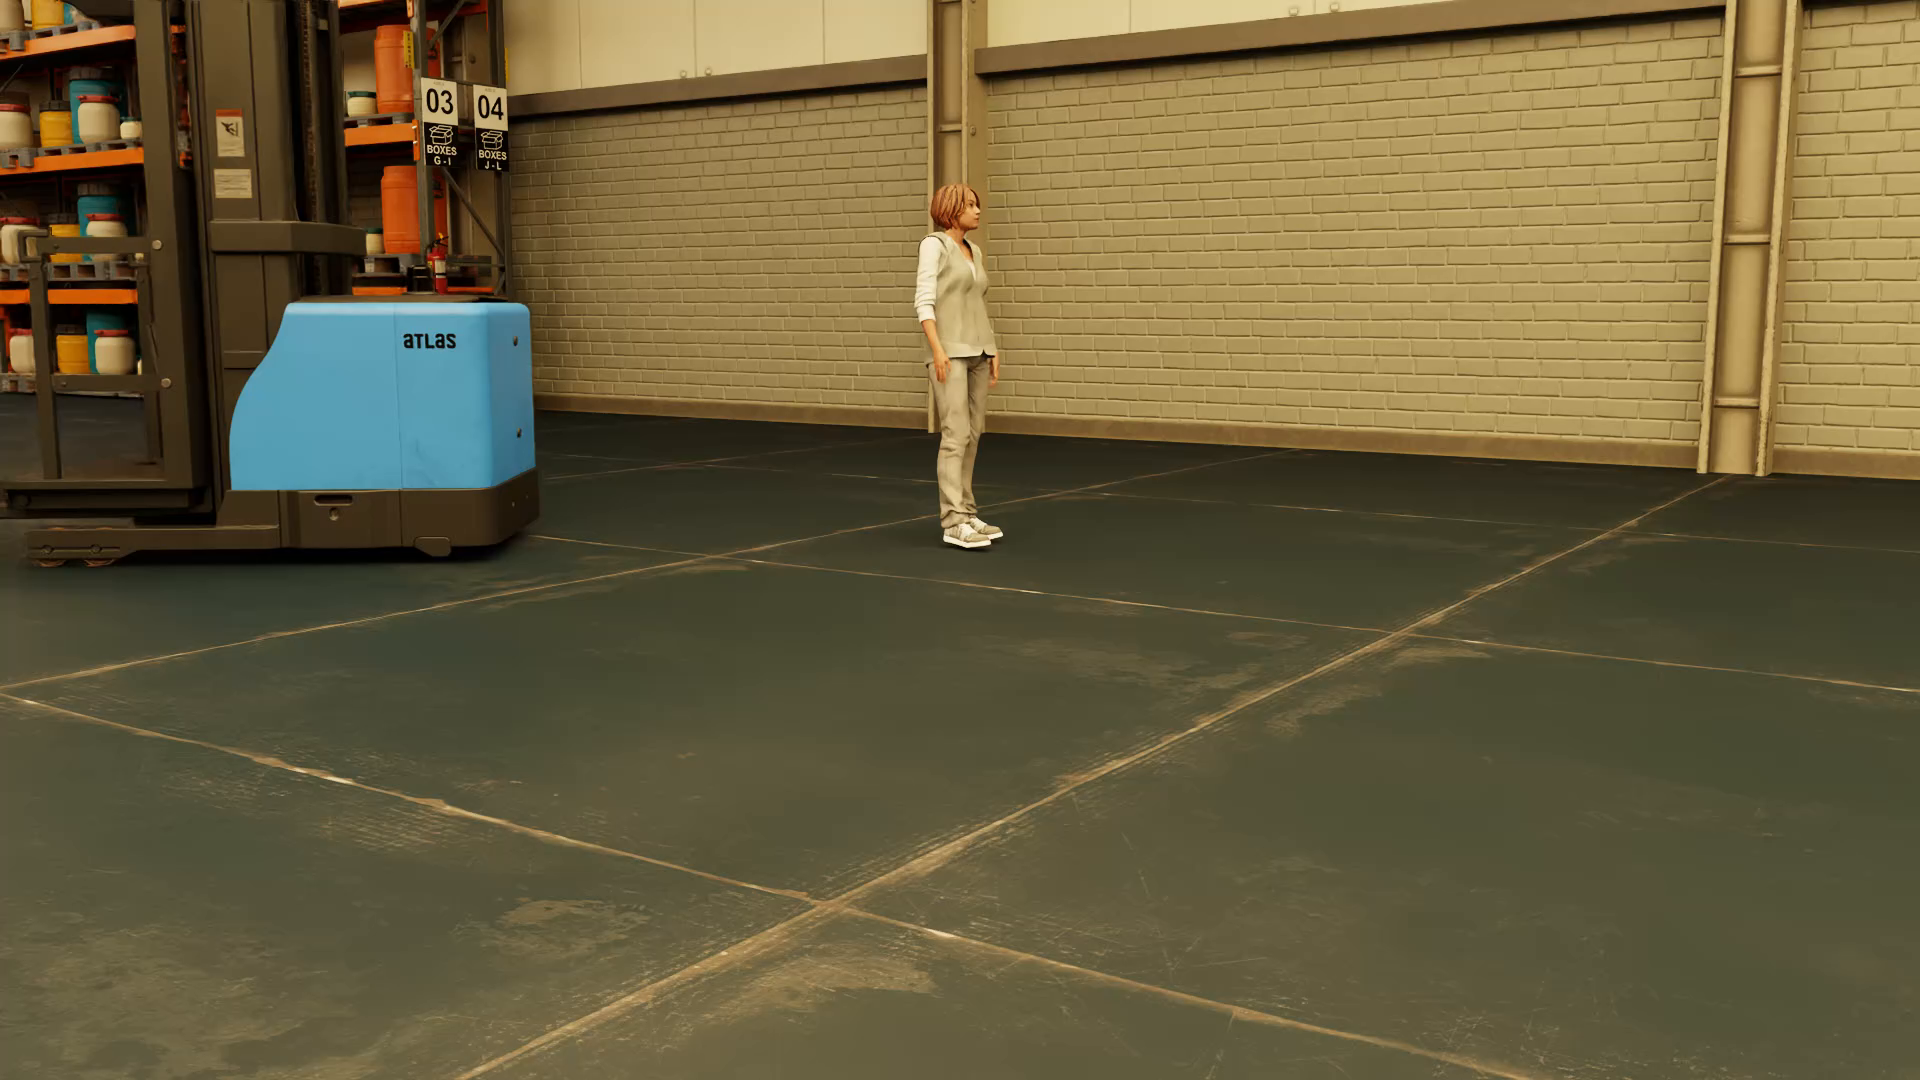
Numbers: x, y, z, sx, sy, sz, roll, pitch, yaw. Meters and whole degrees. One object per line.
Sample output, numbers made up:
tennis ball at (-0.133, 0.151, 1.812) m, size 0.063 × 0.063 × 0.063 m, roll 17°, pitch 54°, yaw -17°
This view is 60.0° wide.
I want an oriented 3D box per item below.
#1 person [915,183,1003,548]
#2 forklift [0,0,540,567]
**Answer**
person at (0.054, -0.791, 7.437) m, size 0.473 × 1.599 × 0.520 m, roll 5°, pitch 10°, yaw 34°
forklift at (-3.472, -1.416, 7.149) m, size 3.031 × 2.935 × 1.130 m, roll 0°, pitch 8°, yaw -3°
